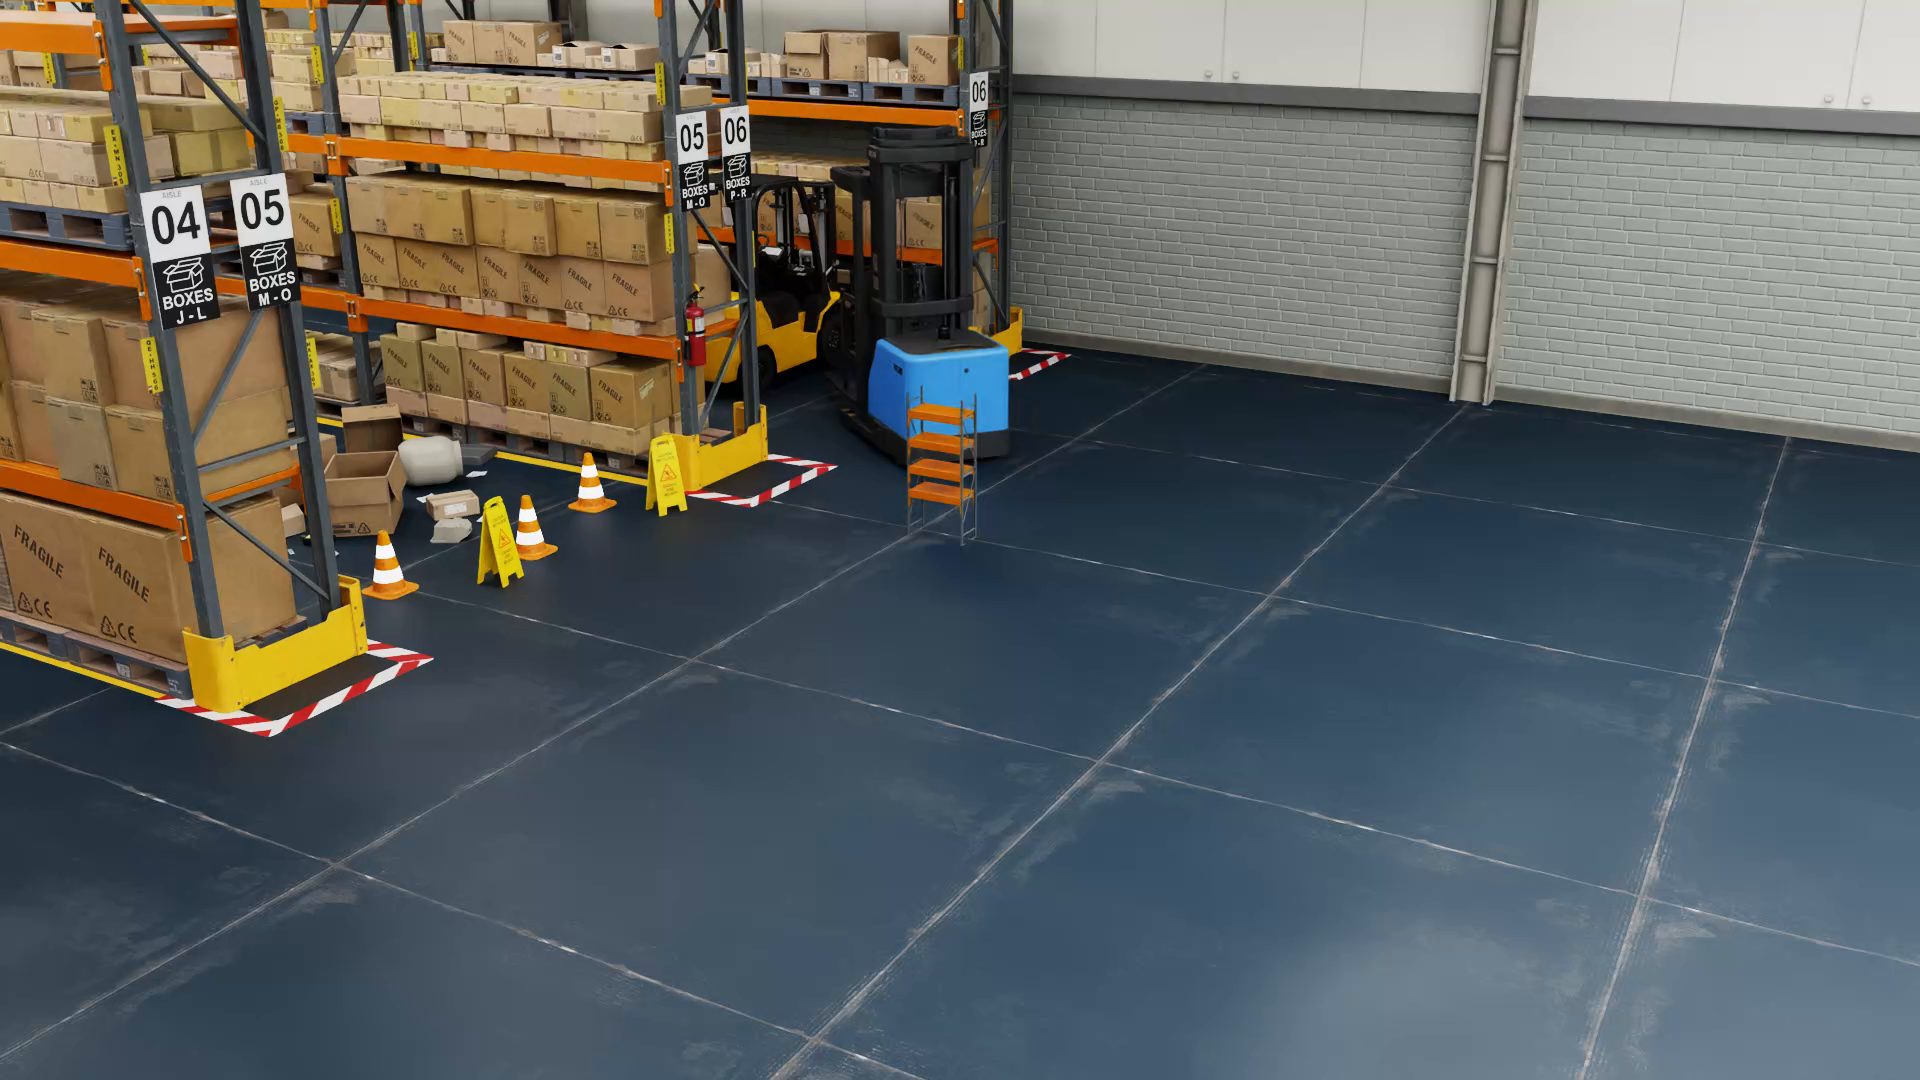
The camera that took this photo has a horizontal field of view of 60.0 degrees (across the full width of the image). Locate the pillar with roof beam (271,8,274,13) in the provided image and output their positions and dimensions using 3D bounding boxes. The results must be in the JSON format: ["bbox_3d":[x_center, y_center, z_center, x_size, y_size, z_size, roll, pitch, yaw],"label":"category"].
[{"bbox_3d":[-12.455,-7.413,20.604,0.400,9.000,9.100,11,23,27],"label":"pillar with roof beam"}]

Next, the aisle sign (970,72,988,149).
[{"bbox_3d":[0.204,-4.618,17.885,0.004,0.787,0.394,11,23,27],"label":"aisle sign"}]

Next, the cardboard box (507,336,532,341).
[{"bbox_3d":[-4.082,-1.752,16.112,0.500,0.500,0.500,12,23,30],"label":"cardboard box"}]

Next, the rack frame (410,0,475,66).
[{"bbox_3d":[-6.695,-7.645,21.244,0.127,3.000,1.000,11,23,27],"label":"rack frame"}]

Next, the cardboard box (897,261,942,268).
[{"bbox_3d":[-0.476,-3.088,19.428,0.500,0.250,0.500,11,23,27],"label":"cardboard box"}]

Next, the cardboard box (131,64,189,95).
[{"bbox_3d":[-8.290,-4.643,17.221,0.500,0.500,0.700,11,23,27],"label":"cardboard box"}]

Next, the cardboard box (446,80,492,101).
[{"bbox_3d":[-4.341,-3.998,14.789,0.250,0.149,0.380,10,22,26],"label":"cardboard box"}]

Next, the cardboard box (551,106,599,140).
[{"bbox_3d":[-3.138,-3.588,14.244,0.500,0.250,0.500,10,22,27],"label":"cardboard box"}]

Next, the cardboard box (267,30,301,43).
[{"bbox_3d":[-9.182,-6.848,22.616,0.250,0.149,0.380,11,23,28],"label":"cardboard box"}]

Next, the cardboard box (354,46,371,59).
[{"bbox_3d":[-7.794,-6.468,22.033,0.250,0.149,0.380,11,23,27],"label":"cardboard box"}]

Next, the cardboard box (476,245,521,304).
[{"bbox_3d":[-4.039,-2.470,15.193,0.500,0.500,0.500,11,23,28],"label":"cardboard box"}]

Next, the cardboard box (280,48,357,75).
[{"bbox_3d":[-6.375,-4.750,16.532,0.500,0.250,0.500,10,22,26],"label":"cardboard box"}]

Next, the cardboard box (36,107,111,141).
[{"bbox_3d":[-5.131,-2.434,9.714,0.250,0.149,0.380,11,23,28],"label":"cardboard box"}]

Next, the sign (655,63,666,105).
[{"bbox_3d":[-2.416,-3.680,13.415,0.005,0.325,0.100,11,23,27],"label":"sign"}]

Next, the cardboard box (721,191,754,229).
[{"bbox_3d":[-2.480,-3.973,19.773,0.500,0.500,0.500,11,23,28],"label":"cardboard box"}]

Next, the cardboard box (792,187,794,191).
[{"bbox_3d":[-1.949,-4.159,19.333,0.250,0.149,0.380,10,22,26],"label":"cardboard box"}]

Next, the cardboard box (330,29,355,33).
[{"bbox_3d":[-8.510,-6.903,22.766,0.250,0.149,0.380,11,23,29],"label":"cardboard box"}]

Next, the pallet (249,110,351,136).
[{"bbox_3d":[-6.107,-4.137,16.249,1.003,0.211,1.213,11,23,27],"label":"pallet"}]

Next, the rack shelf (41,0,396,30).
[{"bbox_3d":[-7.366,-5.308,16.443,4.000,0.370,1.077,11,23,27],"label":"rack shelf"}]

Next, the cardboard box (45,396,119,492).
[{"bbox_3d":[-5.291,-0.729,10.757,0.550,0.550,0.875,11,23,27],"label":"cardboard box"}]

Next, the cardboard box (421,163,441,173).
[{"bbox_3d":[-7.068,-5.201,22.543,0.500,0.500,0.500,12,23,30],"label":"cardboard box"}]

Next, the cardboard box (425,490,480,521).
[{"bbox_3d":[-4.257,-0.292,13.953,0.380,0.149,0.250,-11,23,-29],"label":"cardboard box"}]

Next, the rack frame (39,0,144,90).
[{"bbox_3d":[-9.112,-6.167,17.169,0.127,3.000,1.000,11,23,27],"label":"rack frame"}]

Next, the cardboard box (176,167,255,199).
[{"bbox_3d":[-4.597,-2.215,10.278,0.250,0.149,0.380,11,23,28],"label":"cardboard box"}]

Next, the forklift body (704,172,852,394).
[{"bbox_3d":[-2.256,-2.868,18.116,1.214,2.155,2.313,11,23,27],"label":"forklift body"}]

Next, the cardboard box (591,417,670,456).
[{"bbox_3d":[-2.986,-0.979,15.082,0.500,0.250,0.500,11,23,27],"label":"cardboard box"}]

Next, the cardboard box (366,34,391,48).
[{"bbox_3d":[-7.574,-6.565,21.865,0.250,0.149,0.380,10,22,26],"label":"cardboard box"}]

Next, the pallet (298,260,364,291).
[{"bbox_3d":[-6.216,-2.762,16.860,1.213,0.211,1.003,11,23,27],"label":"pallet"}]

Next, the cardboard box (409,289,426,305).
[{"bbox_3d":[-5.009,-2.354,15.823,0.250,0.149,0.380,11,23,27],"label":"cardboard box"}]

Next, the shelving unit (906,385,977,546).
[{"bbox_3d":[-0.145,-0.592,13.236,0.503,1.200,0.258,11,23,27],"label":"shelving unit"}]

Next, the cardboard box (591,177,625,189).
[{"bbox_3d":[-4.209,-4.413,20.619,0.500,0.250,0.500,10,22,26],"label":"cardboard box"}]

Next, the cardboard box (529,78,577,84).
[{"bbox_3d":[-3.652,-4.065,14.973,0.250,0.149,0.380,11,23,28],"label":"cardboard box"}]

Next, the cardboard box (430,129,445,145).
[{"bbox_3d":[-4.569,-3.679,15.077,0.250,0.149,0.380,10,22,26],"label":"cardboard box"}]

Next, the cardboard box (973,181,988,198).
[{"bbox_3d":[0.120,-3.980,18.840,0.250,0.149,0.380,10,22,26],"label":"cardboard box"}]

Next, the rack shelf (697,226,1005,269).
[{"bbox_3d":[-1.457,-3.489,19.639,4.000,0.370,1.077,11,23,27],"label":"rack shelf"}]

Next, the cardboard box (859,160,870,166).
[{"bbox_3d":[-0.981,-4.354,19.435,0.250,0.149,0.380,10,22,26],"label":"cardboard box"}]

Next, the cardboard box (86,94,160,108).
[{"bbox_3d":[-5.252,-2.714,10.486,0.250,0.149,0.380,11,23,28],"label":"cardboard box"}]

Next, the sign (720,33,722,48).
[{"bbox_3d":[-2.933,-6.015,20.276,0.005,0.325,0.100,11,23,27],"label":"sign"}]

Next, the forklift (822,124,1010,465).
[{"bbox_3d":[-0.573,-2.510,15.987,1.130,2.935,3.031,-8,21,-21],"label":"forklift"}]

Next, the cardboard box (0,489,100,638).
[{"bbox_3d":[-5.847,0.037,11.364,0.875,0.875,0.875,10,22,26],"label":"cardboard box"}]

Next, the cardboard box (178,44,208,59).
[{"bbox_3d":[-10.730,-6.975,23.580,0.500,0.250,0.500,11,23,28],"label":"cardboard box"}]

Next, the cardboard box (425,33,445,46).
[{"bbox_3d":[-6.881,-6.635,22.058,0.250,0.149,0.380,10,22,25],"label":"cardboard box"}]

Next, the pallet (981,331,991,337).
[{"bbox_3d":[-0.399,-2.298,19.391,1.213,0.211,1.003,11,23,27],"label":"pallet"}]

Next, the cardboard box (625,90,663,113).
[{"bbox_3d":[-2.567,-3.651,13.832,0.250,0.149,0.380,11,23,28],"label":"cardboard box"}]

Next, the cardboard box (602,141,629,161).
[{"bbox_3d":[-2.809,-3.316,14.077,0.250,0.149,0.380,11,23,28],"label":"cardboard box"}]

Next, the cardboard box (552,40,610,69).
[{"bbox_3d":[-4.623,-5.948,20.332,0.500,0.311,0.500,10,22,25],"label":"cardboard box"}]

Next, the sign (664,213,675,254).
[{"bbox_3d":[-2.416,-2.547,13.826,0.005,0.325,0.100,11,23,27],"label":"sign"}]

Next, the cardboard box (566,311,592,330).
[{"bbox_3d":[-3.287,-1.988,14.816,0.250,0.149,0.380,11,23,28],"label":"cardboard box"}]

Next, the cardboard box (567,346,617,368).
[{"bbox_3d":[-3.308,-1.675,14.949,0.250,0.149,0.380,12,23,29],"label":"cardboard box"}]

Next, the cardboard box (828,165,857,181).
[{"bbox_3d":[-1.289,-4.165,18.915,0.250,0.149,0.380,11,23,28],"label":"cardboard box"}]

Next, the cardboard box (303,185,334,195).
[{"bbox_3d":[-6.327,-3.312,16.898,0.500,0.500,0.500,11,23,27],"label":"cardboard box"}]

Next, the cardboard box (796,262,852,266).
[{"bbox_3d":[-1.597,-3.104,19.472,0.500,0.250,0.500,10,22,26],"label":"cardboard box"}]

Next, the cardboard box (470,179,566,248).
[{"bbox_3d":[-3.982,-2.958,15.071,0.500,0.500,0.700,11,22,27],"label":"cardboard box"}]

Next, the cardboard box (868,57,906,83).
[{"bbox_3d":[-0.803,-5.175,18.269,0.258,0.266,0.396,11,23,27],"label":"cardboard box"}]
